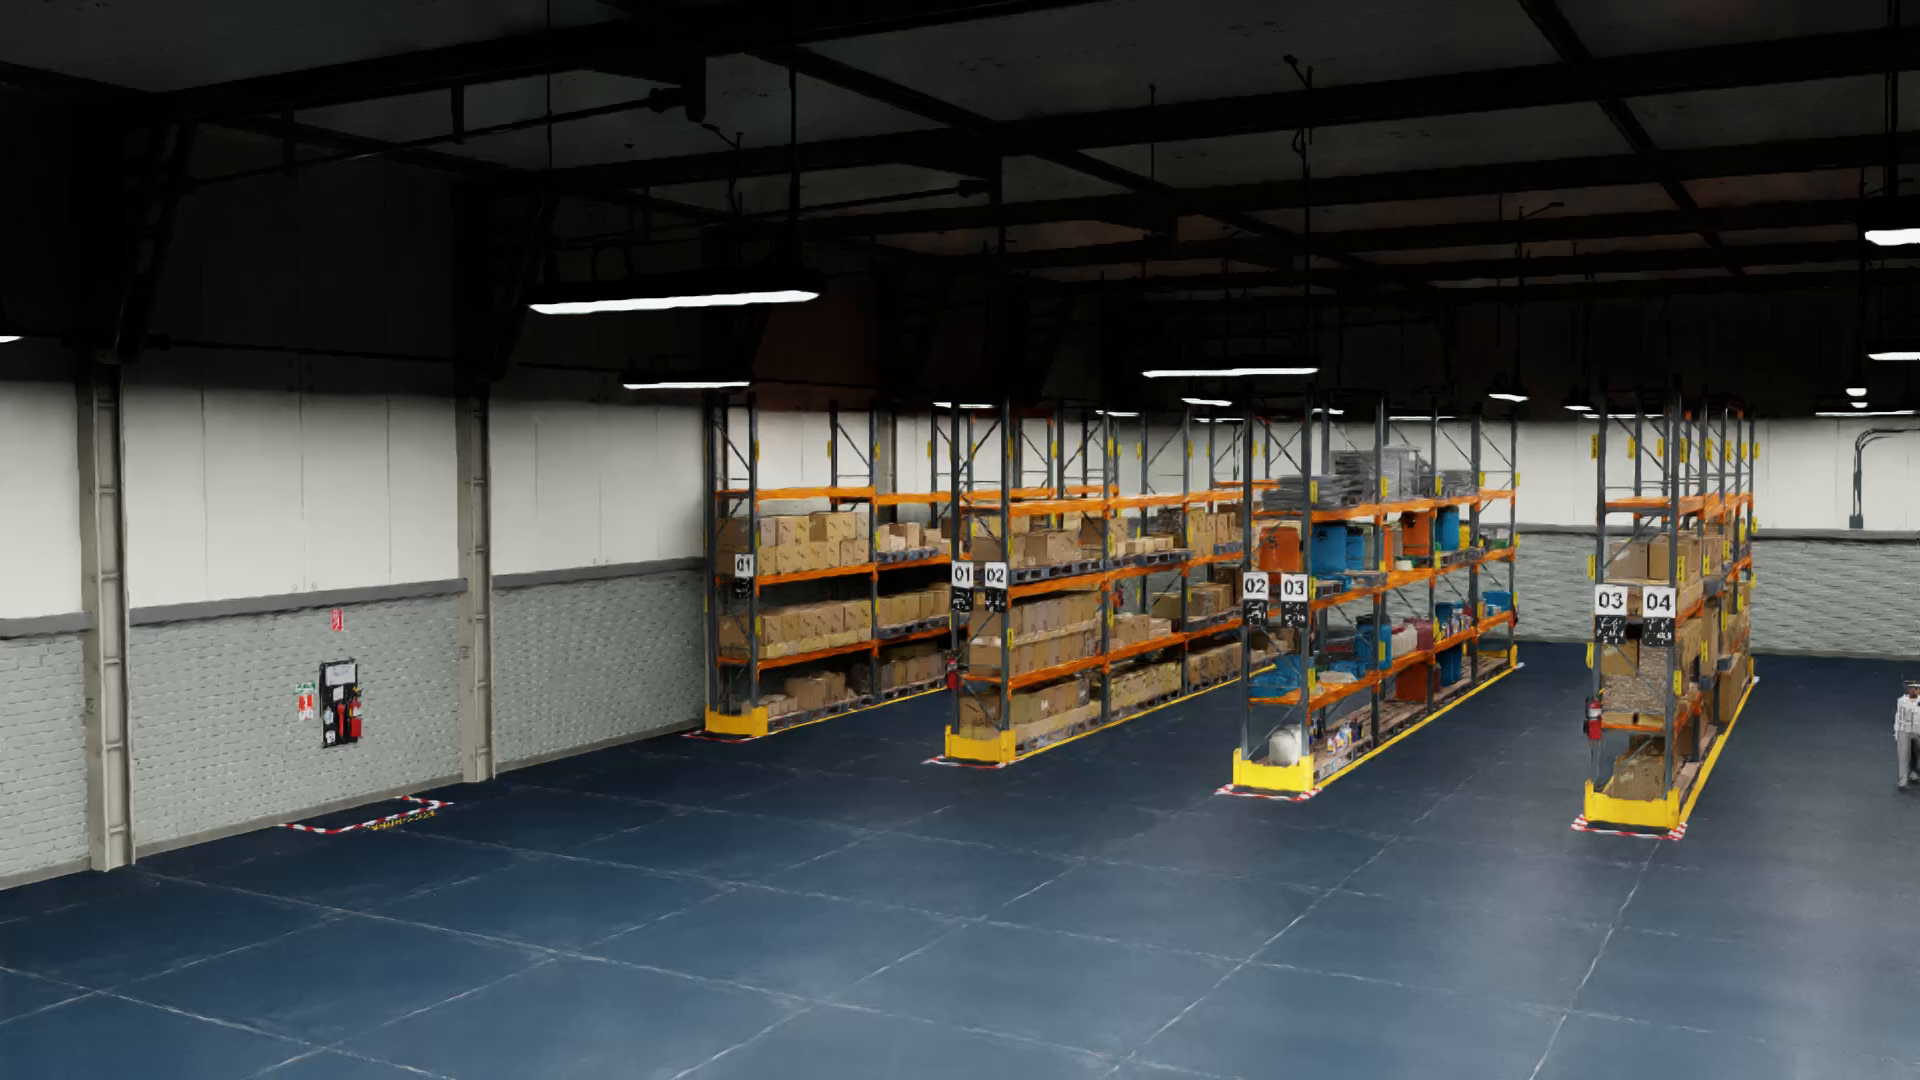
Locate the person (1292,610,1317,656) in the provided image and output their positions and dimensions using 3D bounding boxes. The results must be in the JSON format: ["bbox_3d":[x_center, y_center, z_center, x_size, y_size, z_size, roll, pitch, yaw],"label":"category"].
[{"bbox_3d":[7.829,2.094,37.807,0.604,1.724,1.110,2,3,27],"label":"person"}]

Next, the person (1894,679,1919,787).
[{"bbox_3d":[14.180,2.850,24.734,0.488,1.590,1.089,2,3,27],"label":"person"}]
